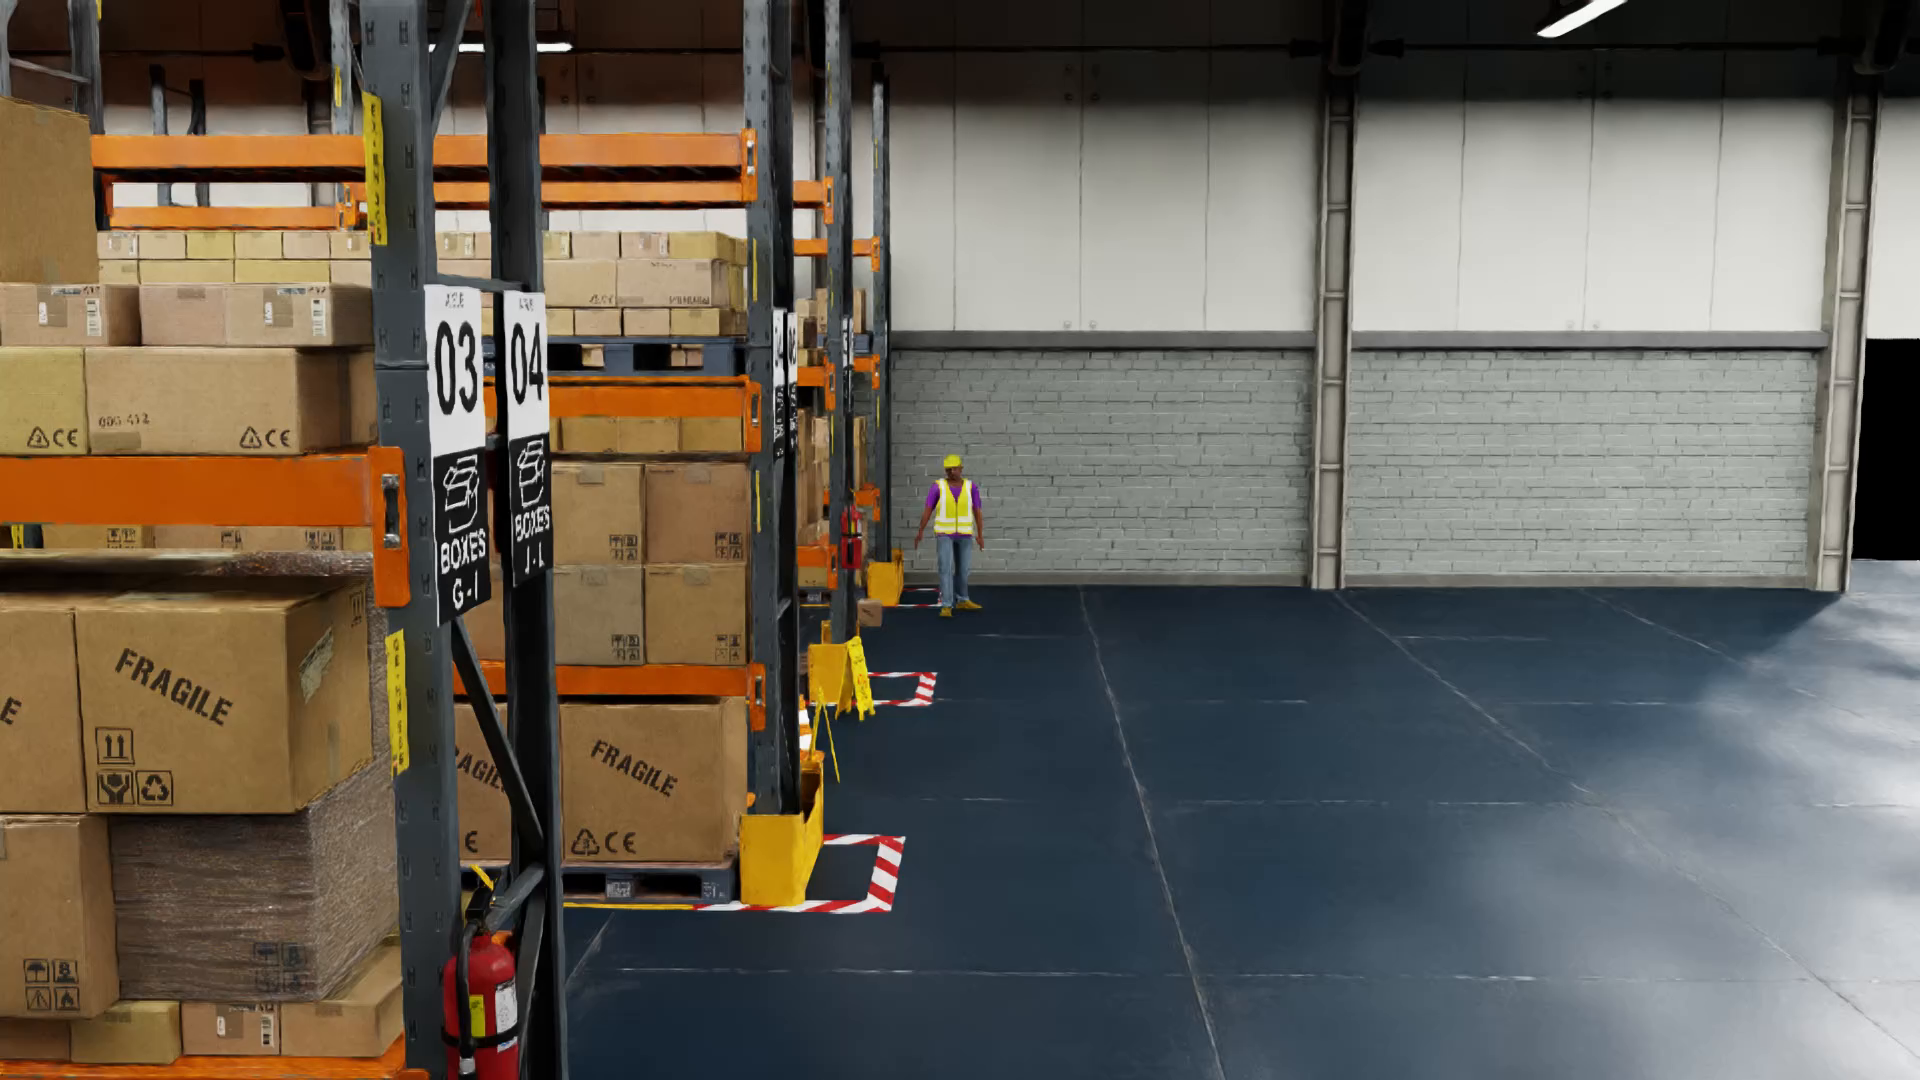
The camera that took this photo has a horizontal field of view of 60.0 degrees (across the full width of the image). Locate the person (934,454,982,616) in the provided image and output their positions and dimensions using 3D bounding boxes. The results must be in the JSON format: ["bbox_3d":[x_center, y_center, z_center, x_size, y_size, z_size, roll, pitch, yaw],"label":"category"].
[{"bbox_3d":[-0.003,-0.059,18.128,0.559,1.768,0.635,-2,7,-12],"label":"person"}]
